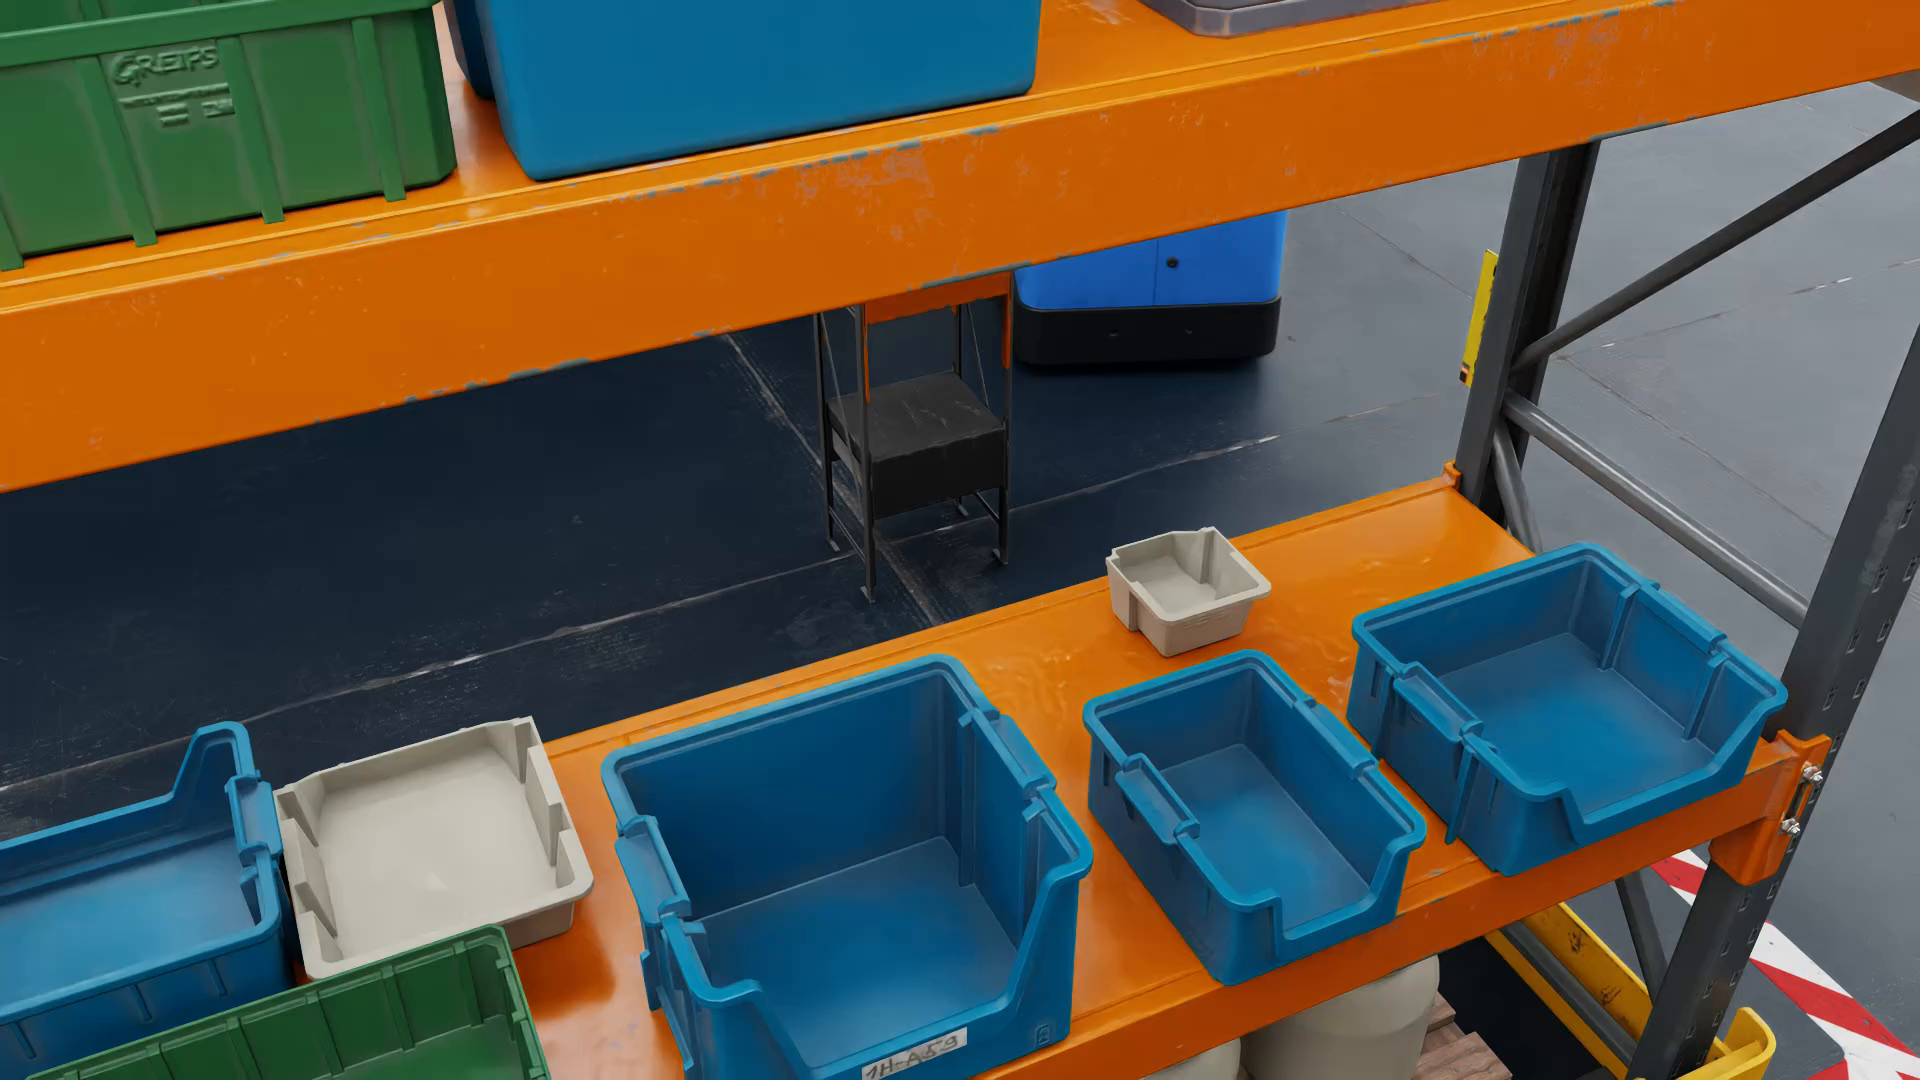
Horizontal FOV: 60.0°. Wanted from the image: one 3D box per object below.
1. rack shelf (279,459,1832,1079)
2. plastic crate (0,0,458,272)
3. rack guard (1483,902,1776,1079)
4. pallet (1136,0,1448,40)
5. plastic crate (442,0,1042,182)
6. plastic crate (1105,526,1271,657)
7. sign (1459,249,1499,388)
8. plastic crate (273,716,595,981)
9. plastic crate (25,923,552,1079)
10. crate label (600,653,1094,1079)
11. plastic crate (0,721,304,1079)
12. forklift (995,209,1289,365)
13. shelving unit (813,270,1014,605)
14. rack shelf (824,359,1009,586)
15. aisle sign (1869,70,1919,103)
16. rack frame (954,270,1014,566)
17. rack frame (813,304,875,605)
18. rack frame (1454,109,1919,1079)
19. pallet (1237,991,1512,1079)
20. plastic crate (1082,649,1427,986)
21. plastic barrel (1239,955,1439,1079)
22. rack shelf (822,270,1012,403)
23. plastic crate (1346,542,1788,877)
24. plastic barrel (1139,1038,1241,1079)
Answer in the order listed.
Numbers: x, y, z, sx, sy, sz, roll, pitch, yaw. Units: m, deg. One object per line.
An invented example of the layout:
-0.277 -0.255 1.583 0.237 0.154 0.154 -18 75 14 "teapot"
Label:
-0.429 0.737 2.842 4.000 0.370 1.077 -16 39 -20 "rack shelf"
-0.695 -0.418 1.455 0.450 0.188 0.336 -16 39 -20 "plastic crate"
1.333 0.990 3.995 0.348 0.500 1.175 -16 39 -20 "rack guard"
0.591 -1.030 2.262 1.213 0.211 1.003 -16 39 -20 "pallet"
-0.217 -0.611 1.552 0.575 0.384 0.392 -16 39 -20 "plastic crate"
0.435 0.101 3.318 0.250 0.136 0.298 -16 39 -20 "plastic crate"
1.152 -0.467 3.630 0.005 0.325 0.100 -16 39 -20 "sign"
-0.877 0.513 2.762 0.437 0.136 0.530 -16 39 -20 "plastic crate"
-0.891 0.848 2.267 0.662 0.188 0.450 -16 39 -20 "plastic crate"
-0.170 0.539 2.475 0.616 0.435 0.502 -16 39 -20 "crate label"
-1.353 0.587 2.565 0.616 0.251 0.499 -16 39 -20 "plastic crate"
0.642 -2.726 6.966 1.130 2.935 3.031 -2 37 -3 "forklift"
-0.150 -0.801 5.068 0.503 2.100 0.431 -16 39 -20 "shelving unit"
-0.150 -0.228 5.493 0.480 0.518 0.431 -16 39 -20 "rack shelf"
1.573 -0.960 2.345 0.004 0.787 0.394 -16 39 -20 "aisle sign"
0.071 -0.863 5.151 0.015 2.100 0.400 -16 39 -20 "rack frame"
-0.371 -0.740 4.985 0.015 2.100 0.400 -16 39 -20 "rack frame"
1.382 -0.058 3.311 0.127 3.000 1.000 -16 39 -20 "rack frame"
0.595 1.309 3.808 1.213 0.211 1.003 -16 39 -20 "pallet"
0.465 0.451 2.749 0.408 0.251 0.499 -16 39 -20 "plastic crate"
0.818 0.980 3.646 0.421 0.512 0.421 0 37 0 "plastic barrel"
-0.150 -0.790 5.076 0.480 0.518 0.431 -16 39 -20 "rack shelf"
1.056 0.290 2.966 0.616 0.251 0.499 -16 39 -20 "plastic crate"
0.365 1.107 3.475 0.421 0.512 0.421 0 37 0 "plastic barrel"
